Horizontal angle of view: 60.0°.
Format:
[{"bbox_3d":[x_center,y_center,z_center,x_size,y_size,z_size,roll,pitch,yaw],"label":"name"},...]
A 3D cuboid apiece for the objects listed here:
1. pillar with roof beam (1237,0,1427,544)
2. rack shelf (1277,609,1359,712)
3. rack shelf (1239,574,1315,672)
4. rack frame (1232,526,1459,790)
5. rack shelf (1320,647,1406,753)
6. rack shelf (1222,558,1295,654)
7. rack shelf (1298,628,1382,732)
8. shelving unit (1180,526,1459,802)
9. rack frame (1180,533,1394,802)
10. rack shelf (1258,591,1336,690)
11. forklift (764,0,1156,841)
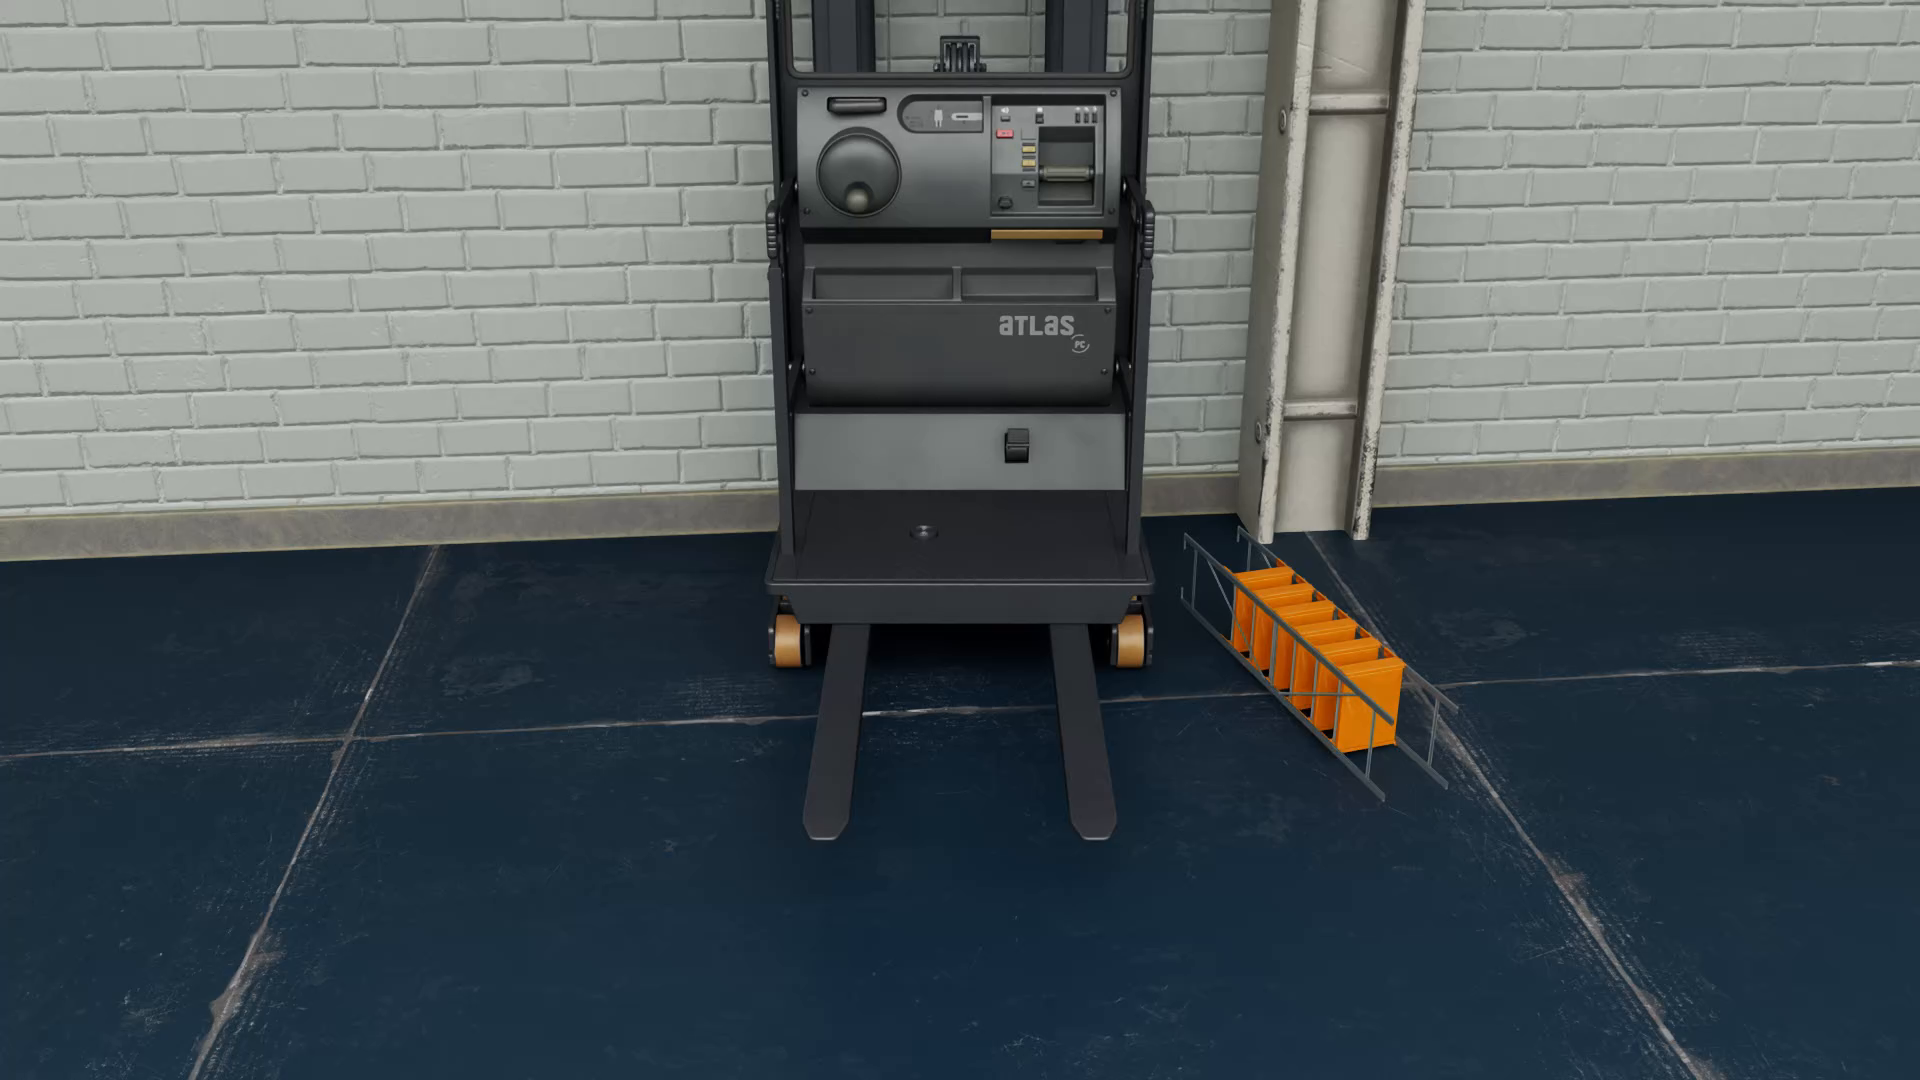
[{"bbox_3d":[1.626,-2.429,0.135,0.400,9.000,9.100,-2,24,-5],"label":"pillar with roof beam"},{"bbox_3d":[0.992,0.337,4.630,0.180,0.258,0.103,-8,25,-17],"label":"rack shelf"},{"bbox_3d":[0.918,0.244,4.838,0.180,0.258,0.103,-8,25,-17],"label":"rack shelf"},{"bbox_3d":[1.056,0.296,4.721,0.006,0.240,1.200,-8,25,-17],"label":"rack frame"},{"bbox_3d":[1.067,0.430,4.421,0.180,0.258,0.103,-8,25,-17],"label":"rack shelf"},{"bbox_3d":[0.880,0.198,4.942,0.180,0.258,0.103,-8,25,-17],"label":"rack shelf"},{"bbox_3d":[1.030,0.383,4.525,0.180,0.258,0.103,-8,25,-17],"label":"rack shelf"},{"bbox_3d":[0.969,0.308,4.695,0.189,0.258,1.200,-8,25,-17],"label":"shelving unit"},{"bbox_3d":[0.882,0.319,4.669,0.006,0.240,1.200,-8,25,-17],"label":"rack frame"},{"bbox_3d":[0.955,0.291,4.734,0.180,0.258,0.103,-8,25,-17],"label":"rack shelf"},{"bbox_3d":[0.000,-1.085,4.582,1.130,2.935,3.031,0,24,0],"label":"forklift"}]
